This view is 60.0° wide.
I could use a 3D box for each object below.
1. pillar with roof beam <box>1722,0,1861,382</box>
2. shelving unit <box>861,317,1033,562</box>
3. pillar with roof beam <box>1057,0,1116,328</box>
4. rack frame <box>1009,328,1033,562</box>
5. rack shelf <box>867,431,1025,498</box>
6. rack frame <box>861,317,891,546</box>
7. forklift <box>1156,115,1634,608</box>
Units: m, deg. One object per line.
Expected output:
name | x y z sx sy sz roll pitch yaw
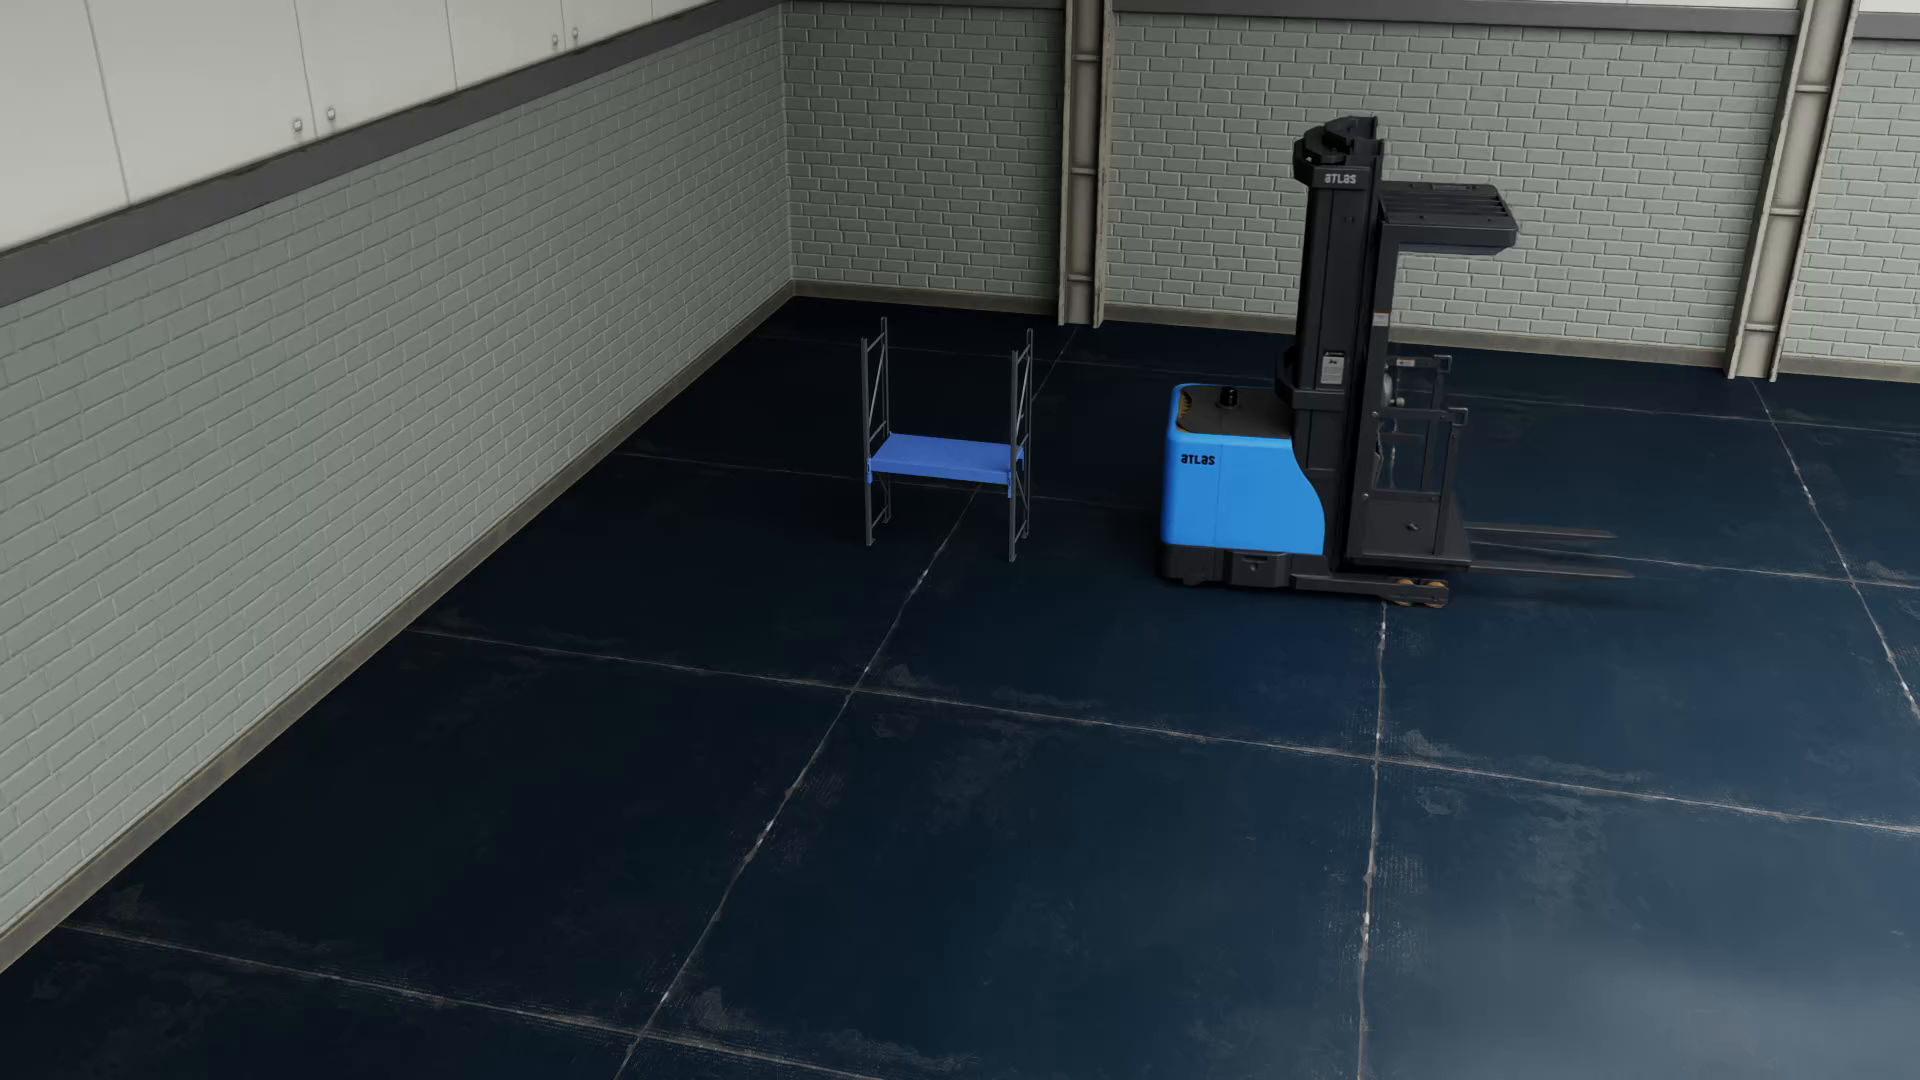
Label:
pillar with roof beam | 5.905 -3.737 9.014 0.400 9.000 9.100 6 26 13
shelving unit | -0.083 -0.686 11.328 1.048 1.500 0.538 6 26 13
pillar with roof beam | 0.094 -4.380 10.363 0.400 9.000 9.100 6 26 13
rack frame | 0.410 -0.632 11.214 0.032 1.500 0.500 6 26 13
rack shelf | -0.083 -0.524 11.406 1.000 0.185 0.538 6 26 13
rack frame | -0.575 -0.741 11.443 0.032 1.500 0.500 6 26 13
forklift | 2.863 -1.132 10.600 3.031 2.935 1.130 4 26 8
